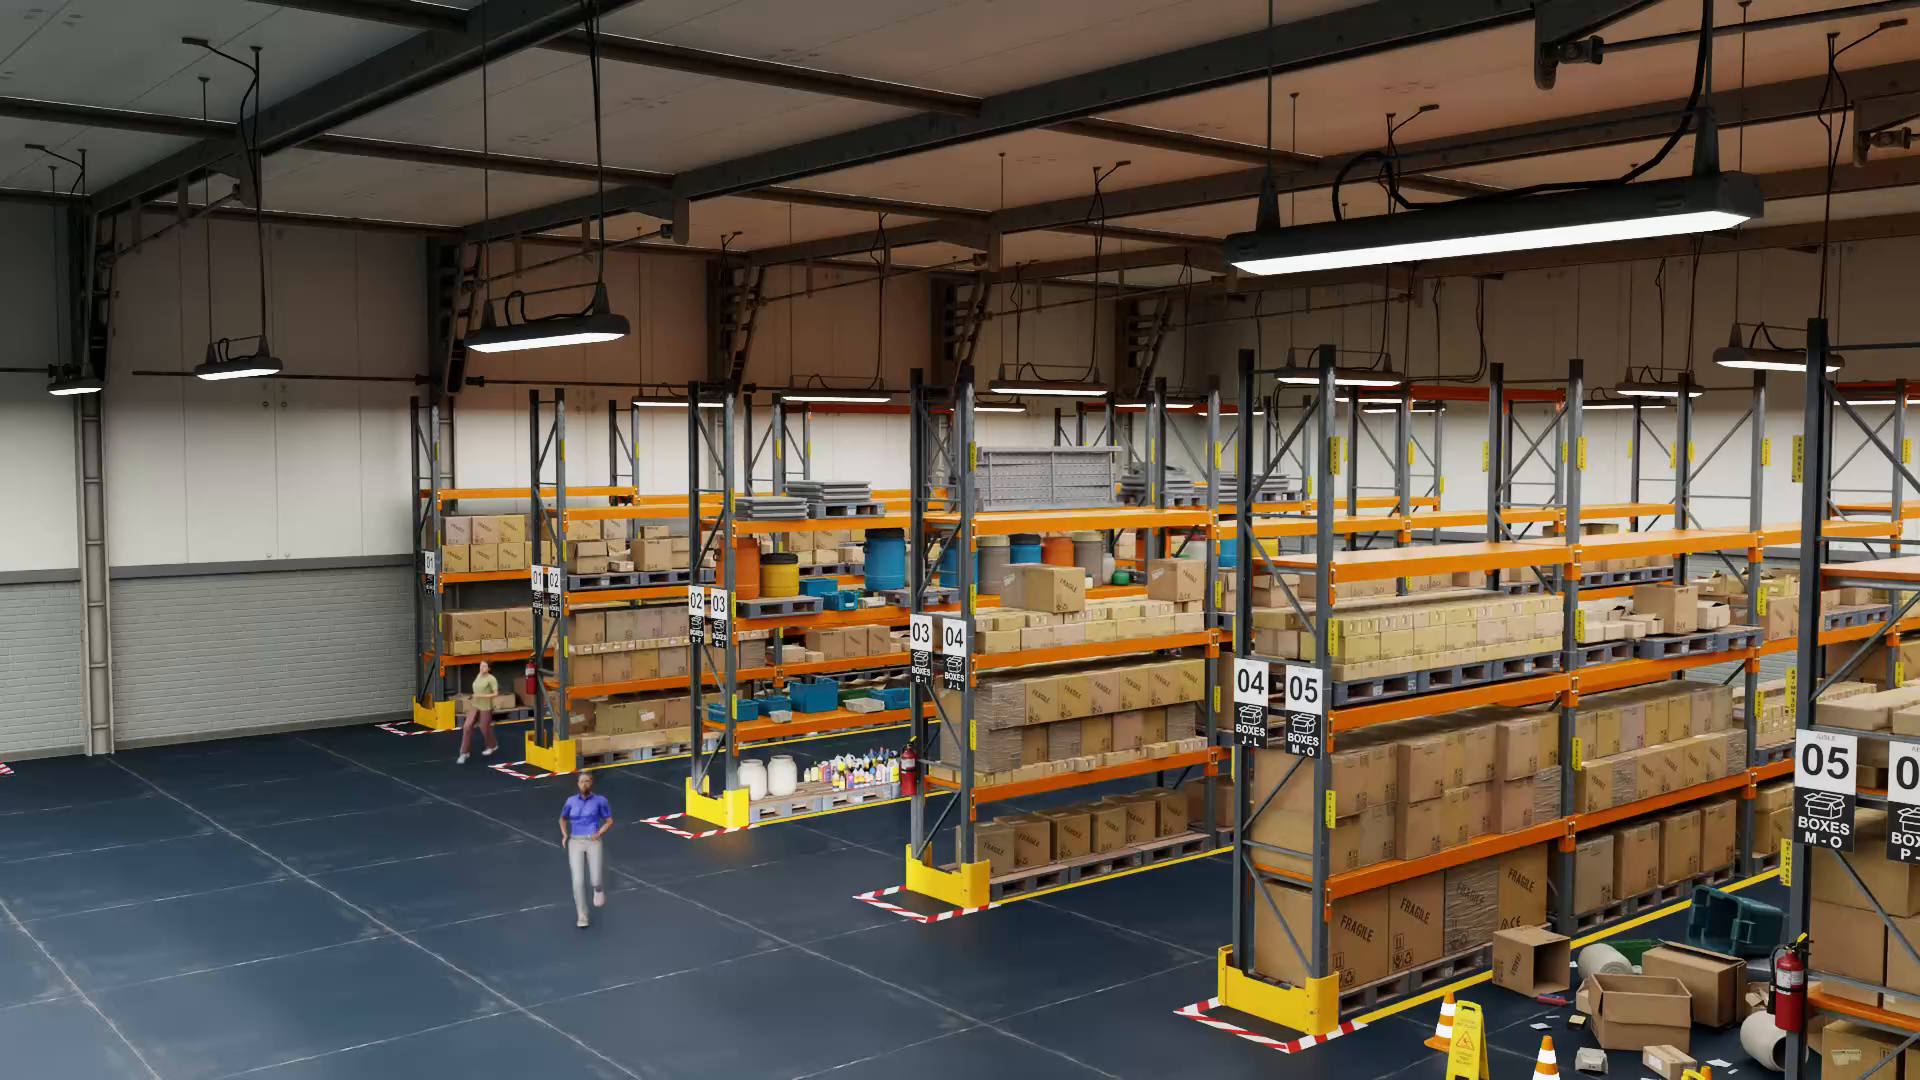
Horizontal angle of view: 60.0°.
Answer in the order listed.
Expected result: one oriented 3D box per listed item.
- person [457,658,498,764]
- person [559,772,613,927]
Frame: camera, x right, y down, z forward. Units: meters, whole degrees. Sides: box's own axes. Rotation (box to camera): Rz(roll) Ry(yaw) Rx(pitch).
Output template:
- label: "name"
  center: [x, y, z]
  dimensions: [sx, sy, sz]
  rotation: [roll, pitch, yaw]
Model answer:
- label: "person"
  center: [-7.693, 2.745, 26.939]
  dimensions: [0.576, 1.680, 0.876]
  rotation: [1, 4, 21]
- label: "person"
  center: [-4.042, 3.304, 17.945]
  dimensions: [0.581, 1.597, 0.700]
  rotation: [0, 3, -5]
